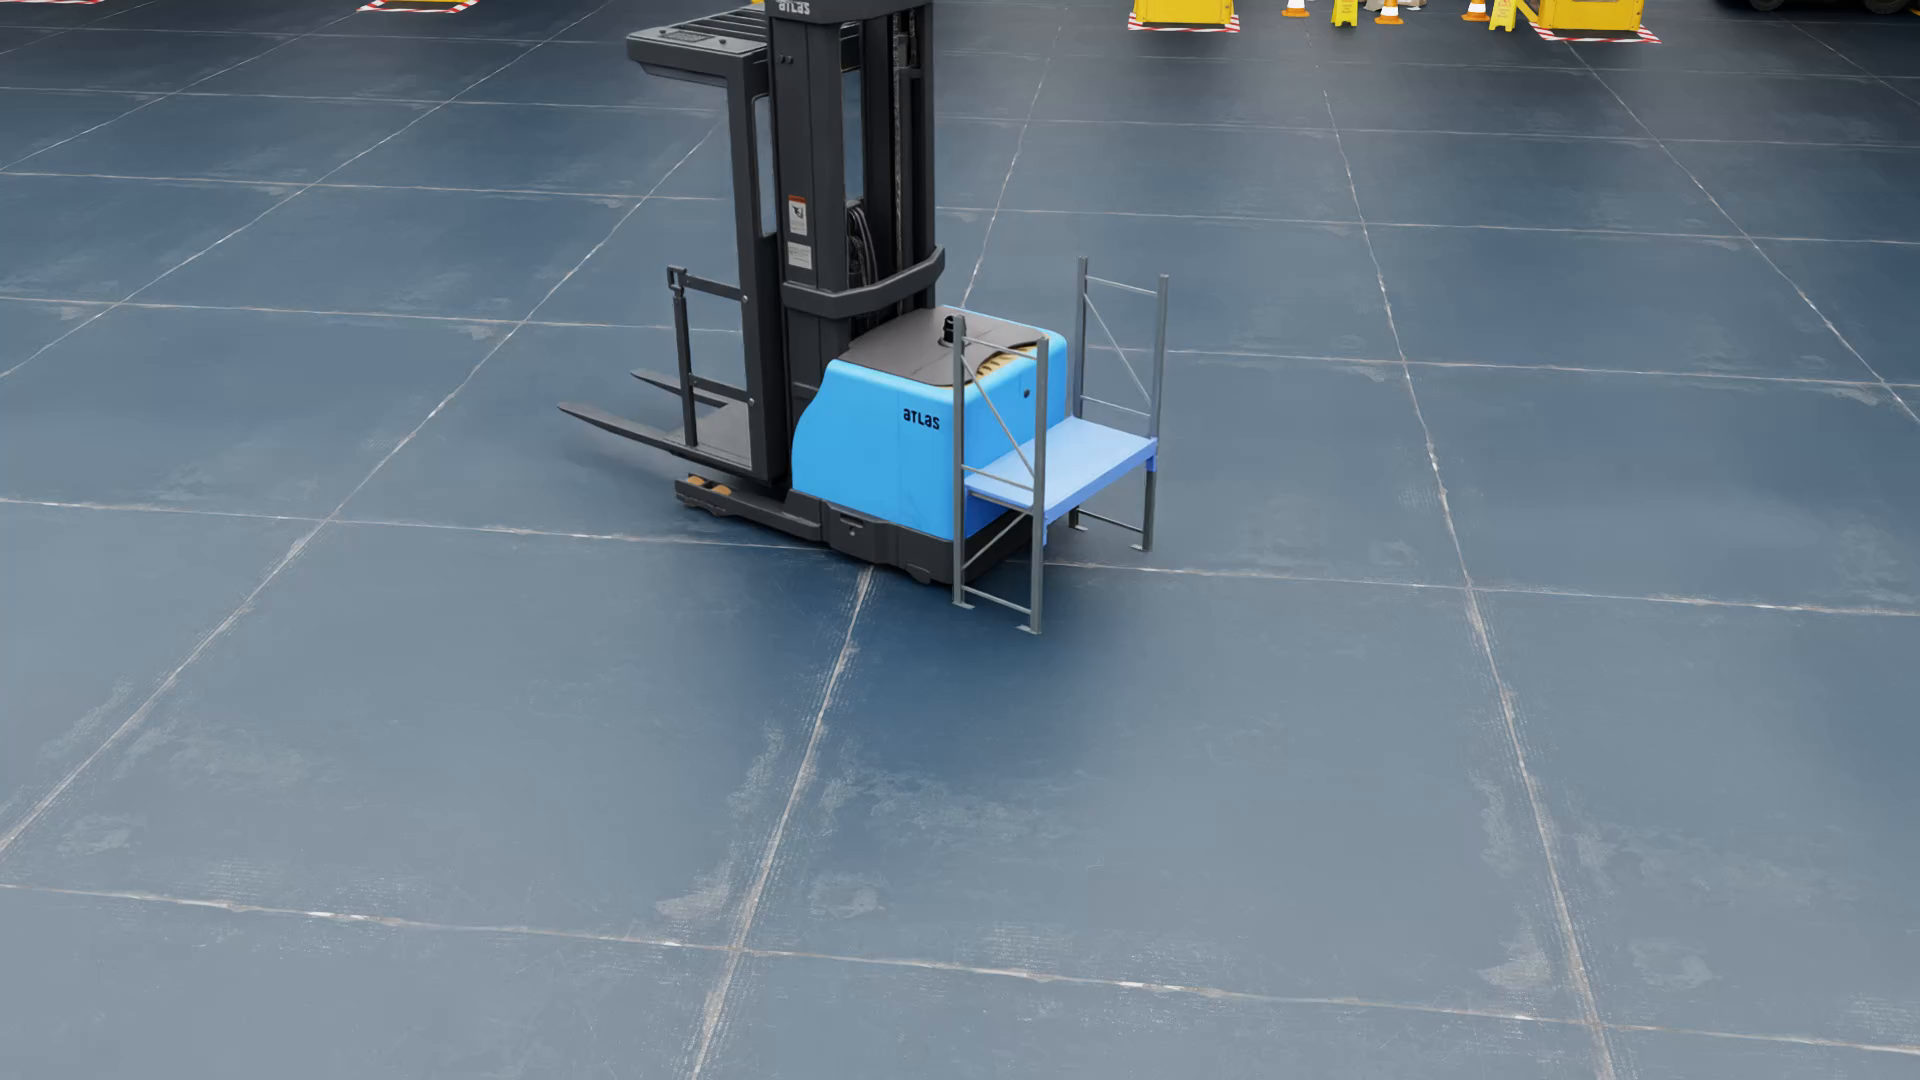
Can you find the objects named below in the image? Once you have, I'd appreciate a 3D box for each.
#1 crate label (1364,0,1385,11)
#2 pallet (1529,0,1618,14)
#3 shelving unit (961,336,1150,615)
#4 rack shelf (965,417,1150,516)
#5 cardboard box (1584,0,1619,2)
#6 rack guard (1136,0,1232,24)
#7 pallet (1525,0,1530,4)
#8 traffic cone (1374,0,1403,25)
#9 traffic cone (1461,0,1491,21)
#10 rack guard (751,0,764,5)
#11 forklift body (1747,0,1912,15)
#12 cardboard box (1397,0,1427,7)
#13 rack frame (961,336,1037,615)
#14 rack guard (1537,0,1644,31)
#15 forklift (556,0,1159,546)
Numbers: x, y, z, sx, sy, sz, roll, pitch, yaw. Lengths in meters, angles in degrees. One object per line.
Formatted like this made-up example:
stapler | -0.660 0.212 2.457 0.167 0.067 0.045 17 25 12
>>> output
crate label | 5.388 -6.905 21.422 0.250 0.136 0.298 -11 30 -20
pallet | 7.868 -6.798 21.146 1.003 0.211 1.213 3 28 6
shelving unit | 0.473 -0.466 8.033 0.475 1.308 0.991 20 34 32
rack shelf | 0.483 -0.358 8.110 0.459 0.062 0.952 20 34 32
cardboard box | 8.097 -6.947 20.939 0.507 0.250 0.507 4 29 6
rack guard | 2.796 -6.738 20.729 1.175 0.500 0.348 3 28 6
pallet | 8.020 -7.371 22.209 1.003 0.211 1.213 3 28 6
traffic cone | 5.353 -6.674 20.651 0.336 0.463 0.334 3 28 6
traffic cone | 6.496 -6.770 20.828 0.336 0.463 0.334 3 28 6
rack guard | -2.102 -7.121 21.440 1.175 0.500 0.348 3 28 6
forklift body | -2.093 -9.788 24.650 29.396 2.155 5.688 3 28 6
cardboard box | 5.880 -7.088 21.751 0.380 0.149 0.250 20 34 32
rack frame | 0.179 -0.280 7.689 0.475 1.308 0.013 20 34 32
rack guard | 7.733 -6.545 20.371 1.175 0.500 0.348 3 28 6
forklift | -3.344 -5.335 14.859 16.363 3.598 10.237 18 33 30
